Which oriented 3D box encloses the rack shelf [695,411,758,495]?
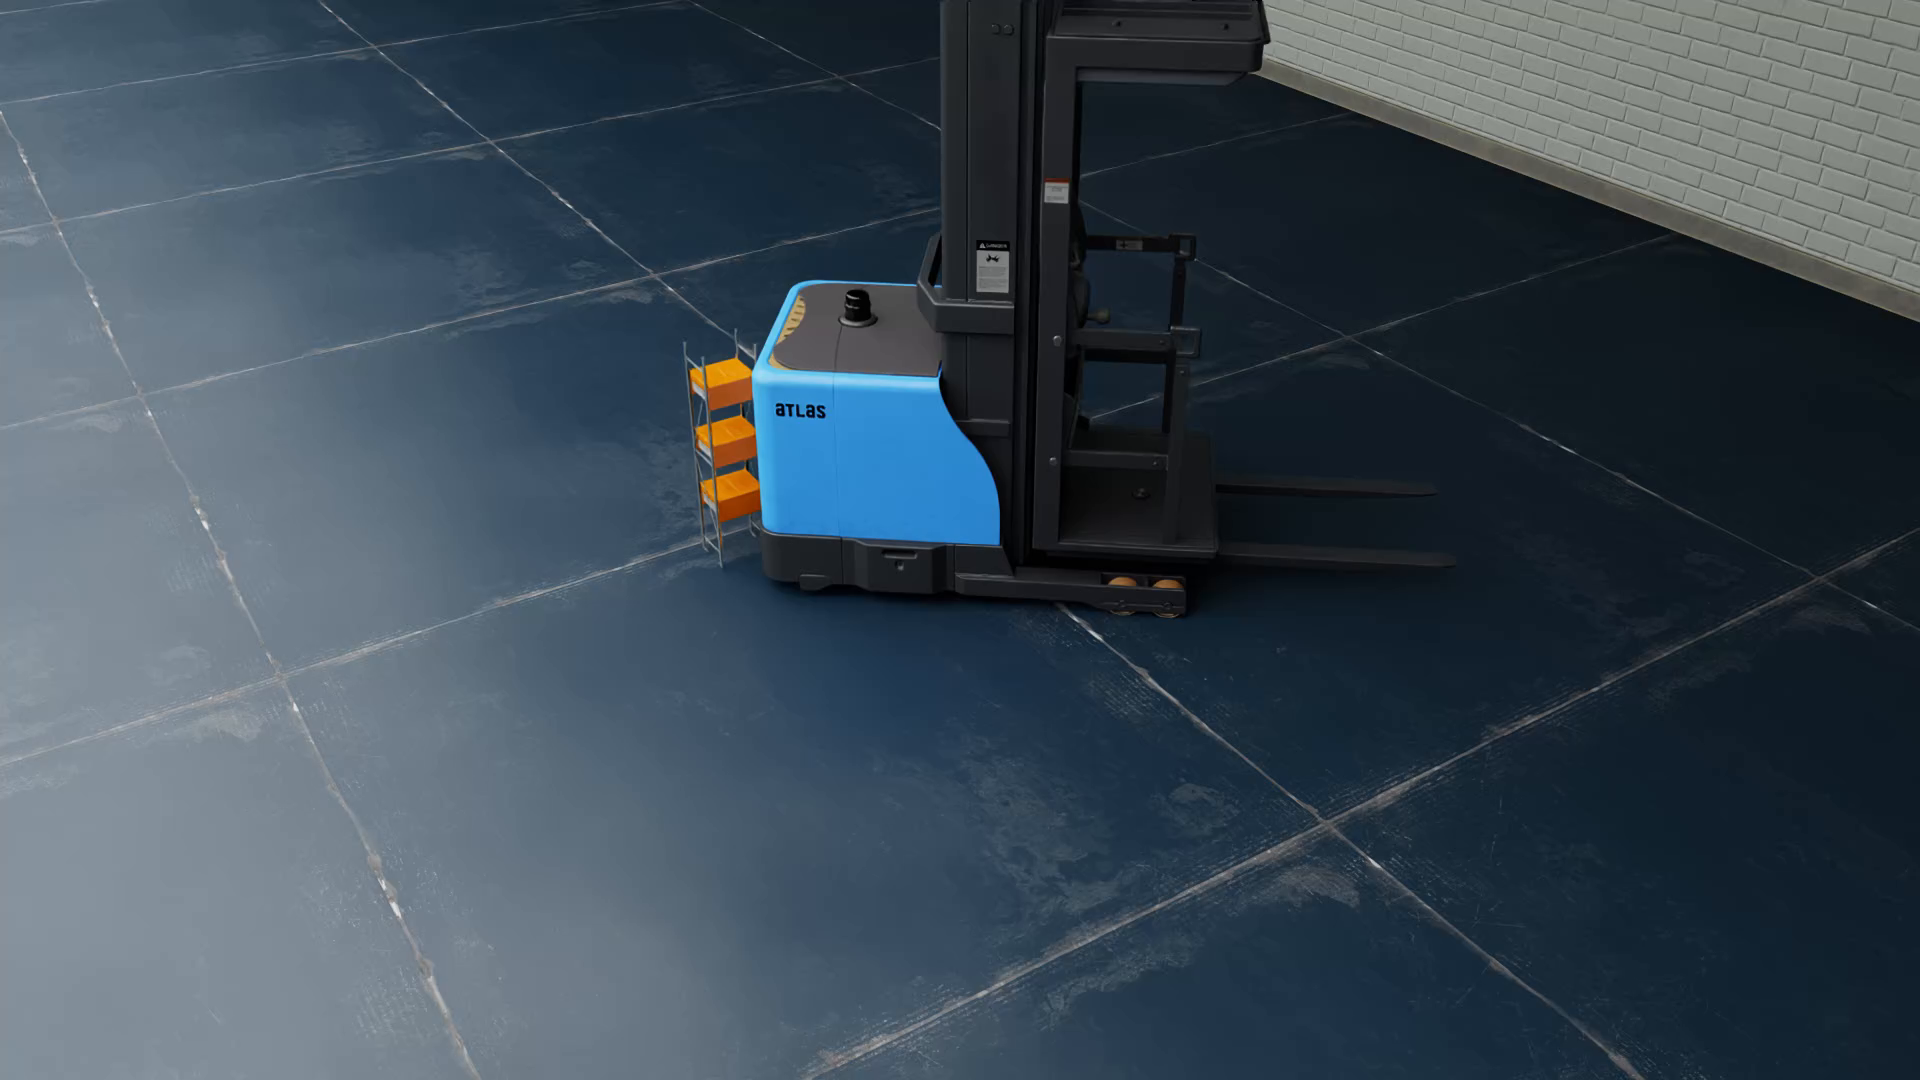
[{"bbox_3d":[-1.028,-0.389,7.402,0.240,0.259,0.215,-19,37,-27],"label":"rack shelf"}]

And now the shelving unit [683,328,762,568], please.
[{"bbox_3d":[-1.028,-0.398,7.396,0.252,1.050,0.215,-19,37,-27],"label":"shelving unit"}]

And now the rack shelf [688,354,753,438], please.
[{"bbox_3d":[-1.028,-0.630,7.251,0.240,0.259,0.215,-19,37,-27],"label":"rack shelf"}]

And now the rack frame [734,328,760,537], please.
[{"bbox_3d":[-0.925,-0.433,7.452,0.008,1.050,0.200,-19,37,-27],"label":"rack frame"}]

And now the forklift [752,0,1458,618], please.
[{"bbox_3d":[0.671,-1.199,6.904,3.031,2.935,1.130,3,32,5],"label":"forklift"}]

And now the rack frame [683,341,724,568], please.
[{"bbox_3d":[-1.131,-0.363,7.340,0.008,1.050,0.200,-19,37,-27],"label":"rack frame"}]

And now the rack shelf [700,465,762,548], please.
[{"bbox_3d":[-1.028,-0.154,7.549,0.240,0.259,0.215,-19,37,-27],"label":"rack shelf"}]
